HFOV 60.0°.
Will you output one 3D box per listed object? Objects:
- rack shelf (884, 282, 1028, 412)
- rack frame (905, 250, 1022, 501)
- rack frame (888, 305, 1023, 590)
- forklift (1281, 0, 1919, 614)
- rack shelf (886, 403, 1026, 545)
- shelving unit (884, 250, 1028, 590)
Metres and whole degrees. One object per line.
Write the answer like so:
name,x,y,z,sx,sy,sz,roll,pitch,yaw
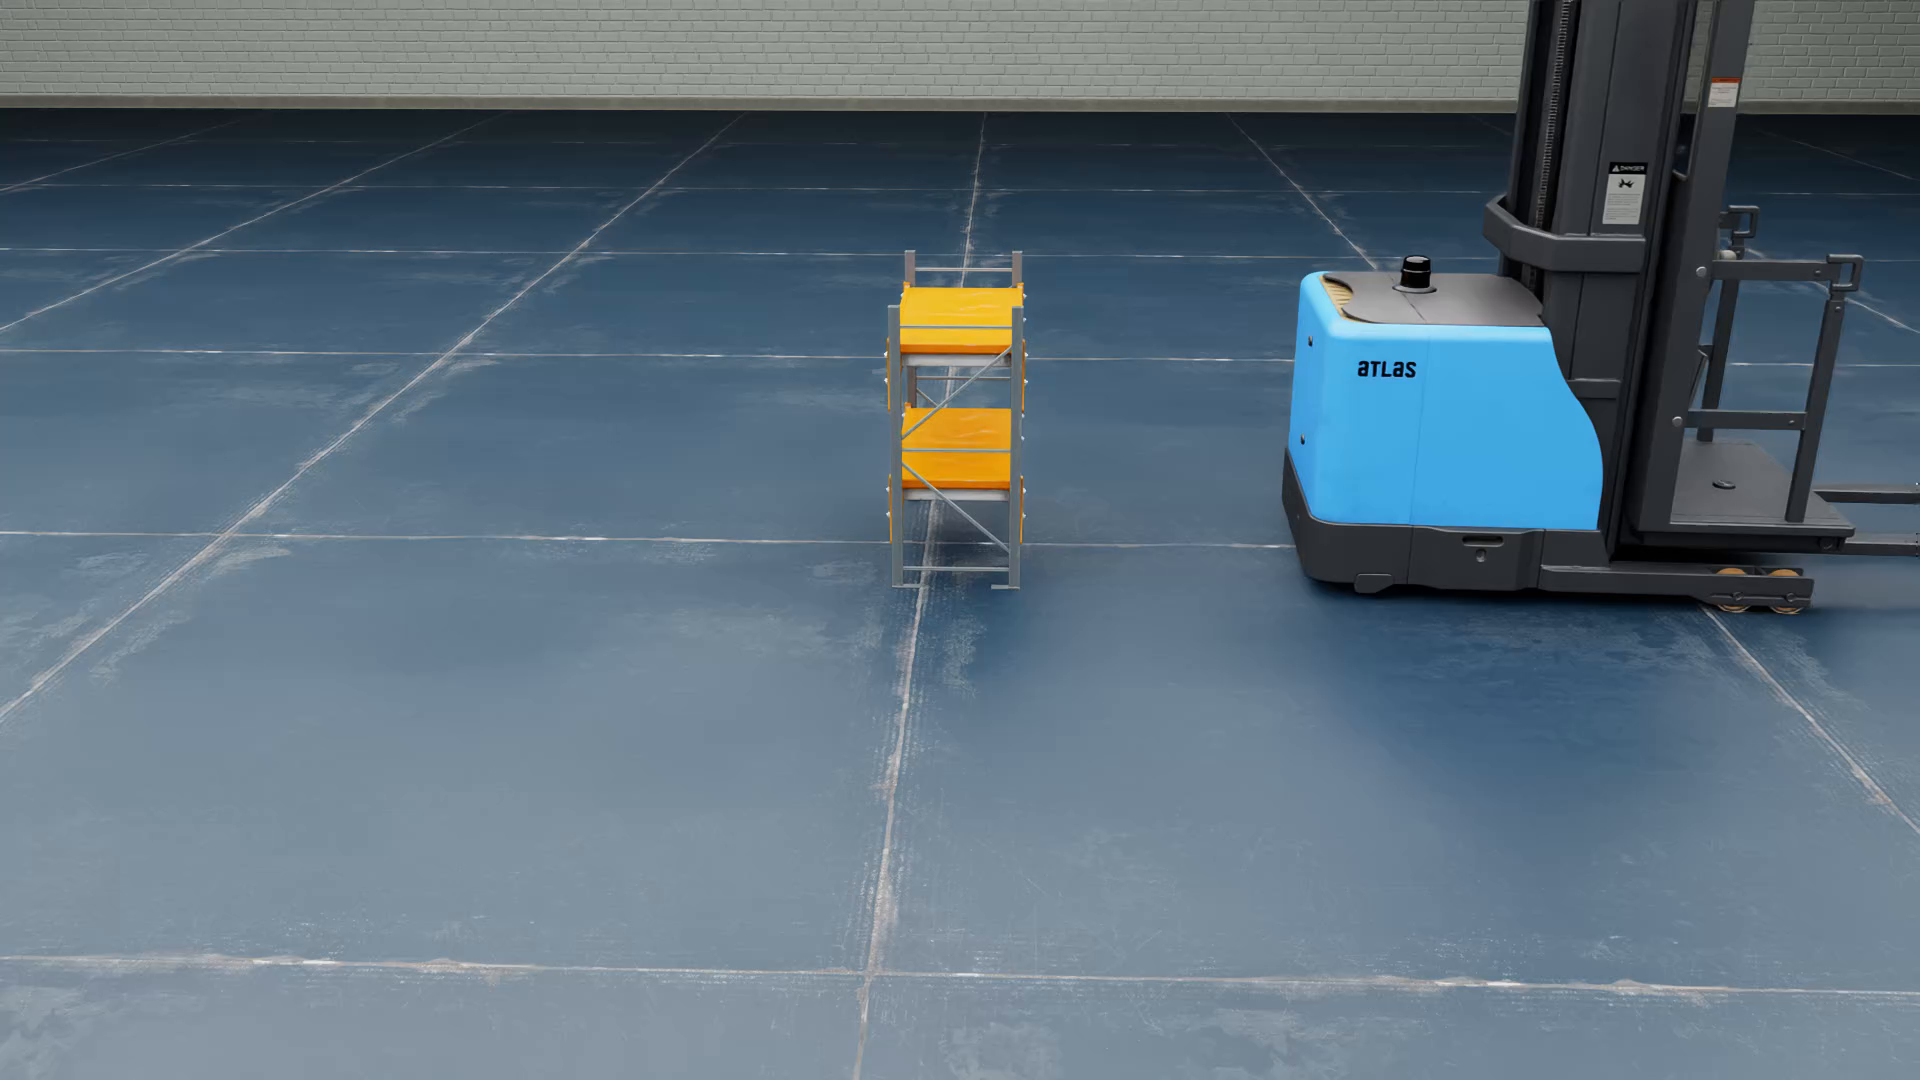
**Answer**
rack shelf,0.000,-0.795,6.713,0.538,0.278,1.000,1,21,2
rack frame,0.015,-0.706,7.293,0.500,1.125,0.032,1,21,2
rack frame,-0.016,-0.338,6.345,0.500,1.125,0.032,1,21,2
forklift,2.888,-1.285,6.290,3.031,2.935,1.130,2,21,4
rack shelf,0.000,-0.294,6.908,0.538,0.278,1.000,1,21,2
shelving unit,0.000,-0.522,6.819,0.538,1.125,1.048,1,21,2
